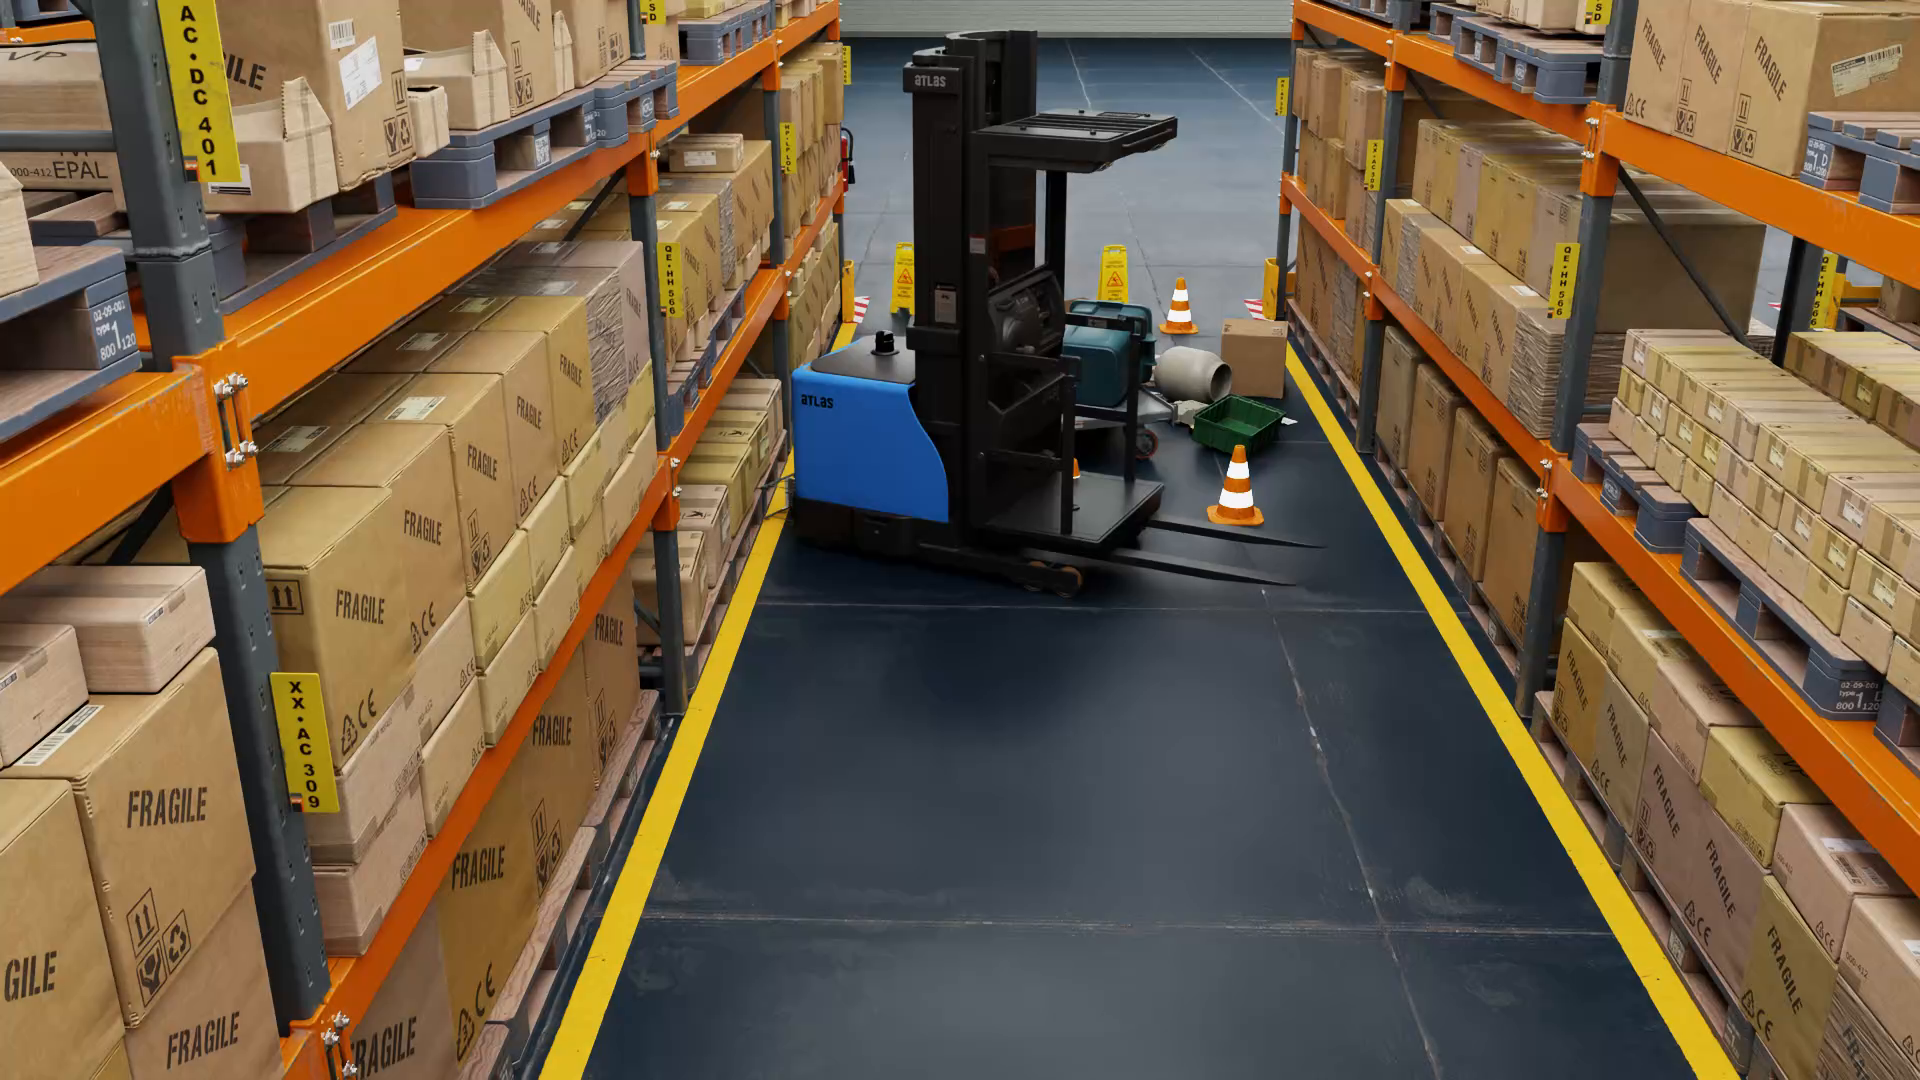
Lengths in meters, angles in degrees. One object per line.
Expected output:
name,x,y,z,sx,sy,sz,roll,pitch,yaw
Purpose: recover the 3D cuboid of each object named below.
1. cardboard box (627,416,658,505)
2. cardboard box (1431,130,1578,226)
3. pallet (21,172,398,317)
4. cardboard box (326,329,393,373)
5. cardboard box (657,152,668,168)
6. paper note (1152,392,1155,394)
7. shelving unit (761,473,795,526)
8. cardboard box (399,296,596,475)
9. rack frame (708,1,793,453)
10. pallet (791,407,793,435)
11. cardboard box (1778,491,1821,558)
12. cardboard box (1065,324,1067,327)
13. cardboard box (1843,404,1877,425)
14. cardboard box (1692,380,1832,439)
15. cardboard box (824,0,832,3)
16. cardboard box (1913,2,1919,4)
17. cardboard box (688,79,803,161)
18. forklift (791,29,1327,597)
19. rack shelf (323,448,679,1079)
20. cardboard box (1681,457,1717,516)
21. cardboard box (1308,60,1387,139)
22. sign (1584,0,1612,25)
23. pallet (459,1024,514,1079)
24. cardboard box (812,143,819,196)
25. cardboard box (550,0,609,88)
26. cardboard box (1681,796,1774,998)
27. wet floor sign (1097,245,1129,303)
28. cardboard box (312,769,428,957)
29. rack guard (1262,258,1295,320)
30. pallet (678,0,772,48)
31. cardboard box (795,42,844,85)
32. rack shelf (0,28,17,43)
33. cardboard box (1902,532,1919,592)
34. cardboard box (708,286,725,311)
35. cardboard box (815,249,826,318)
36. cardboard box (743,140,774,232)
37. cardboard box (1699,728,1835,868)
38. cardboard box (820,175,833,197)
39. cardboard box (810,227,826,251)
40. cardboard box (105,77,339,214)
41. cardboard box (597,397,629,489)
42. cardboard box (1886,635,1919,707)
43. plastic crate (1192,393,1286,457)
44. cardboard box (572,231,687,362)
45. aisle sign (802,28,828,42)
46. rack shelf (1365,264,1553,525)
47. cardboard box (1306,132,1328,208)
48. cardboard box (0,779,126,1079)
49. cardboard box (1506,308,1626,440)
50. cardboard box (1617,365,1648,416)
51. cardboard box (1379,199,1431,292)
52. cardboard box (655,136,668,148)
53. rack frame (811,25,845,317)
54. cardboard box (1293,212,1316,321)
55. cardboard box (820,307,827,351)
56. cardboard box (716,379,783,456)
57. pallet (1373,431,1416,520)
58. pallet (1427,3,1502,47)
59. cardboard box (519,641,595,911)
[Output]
cardboard box,-1.558,-0.329,6.939,0.500,0.250,0.500,0,21,0
cardboard box,3.247,-2.161,9.930,0.700,0.500,0.500,0,21,1
pallet,-1.945,-0.780,4.010,0.805,0.209,1.217,0,21,-1
cardboard box,-2.117,-0.373,5.324,0.500,0.500,0.500,1,21,2
cardboard box,-1.996,-2.065,10.074,0.500,0.500,0.500,1,21,2
paper note,1.482,-1.137,12.927,0.172,0.023,0.155,8,23,20
shelving unit,-0.889,-0.339,10.591,0.258,0.210,0.900,13,24,29
cardboard box,-1.586,-0.543,5.761,0.500,0.500,0.500,1,21,2
rack frame,-1.681,-2.031,11.117,1.000,3.000,0.127,1,21,2
pallet,-1.696,-0.975,12.249,1.003,0.211,1.213,1,21,2
cardboard box,2.891,-0.049,5.363,0.380,0.149,0.250,1,21,4
cardboard box,0.898,-1.376,12.692,0.797,0.637,0.503,1,21,2
cardboard box,3.577,-0.409,6.292,0.380,0.149,0.250,1,21,3
cardboard box,2.915,-0.477,6.055,0.380,0.149,0.250,0,21,-1
cardboard box,-1.265,-4.536,13.775,0.380,0.149,0.250,1,21,2
cardboard box,3.364,-1.441,5.312,0.500,0.500,0.500,1,21,2
cardboard box,-1.451,-2.839,11.269,0.700,0.500,0.500,0,21,1
forklift,0.560,-1.268,9.245,3.031,2.935,1.130,10,23,24
rack shelf,-1.863,0.473,5.656,1.077,0.370,4.000,1,21,2
cardboard box,2.910,-0.194,6.149,0.380,0.149,0.250,2,21,4
cardboard box,3.264,-3.498,13.198,0.875,0.550,0.550,1,21,2
sign,2.594,-2.253,6.717,0.100,0.325,0.005,1,21,2
pallet,-1.976,1.881,4.888,1.003,0.211,1.213,1,21,2
cardboard box,-1.373,-2.919,12.855,0.500,0.500,0.500,1,21,2
cardboard box,-1.643,-1.866,5.825,0.700,0.500,0.500,0,21,-1
cardboard box,2.833,1.207,5.645,0.500,0.500,0.500,0,21,0
wet floor sign,1.414,-2.394,15.308,0.267,0.644,0.232,-3,21,-8
cardboard box,-1.647,0.775,4.092,0.500,0.250,0.500,0,21,0
rack guard,3.393,-2.303,15.273,1.175,0.500,0.348,1,21,2
pallet,-1.806,-3.120,10.037,1.213,0.211,1.003,1,21,2
cardboard box,-1.356,-3.942,14.110,0.700,0.500,0.500,0,21,0
rack shelf,-6.703,-2.424,8.979,1.077,0.370,4.000,1,21,2
cardboard box,2.869,0.090,4.594,0.380,0.149,0.250,1,21,1
cardboard box,-1.509,-1.363,9.162,0.380,0.149,0.250,1,21,3
cardboard box,-1.358,-2.077,13.420,0.500,0.500,0.500,0,21,0
cardboard box,-1.465,-2.243,10.533,0.500,0.500,0.500,0,21,1
cardboard box,2.828,0.850,5.530,0.500,0.250,0.500,0,21,-1
cardboard box,-1.260,-2.944,13.817,0.380,0.149,0.250,1,21,3
cardboard box,-1.287,-2.431,13.436,0.380,0.149,0.250,2,21,4
cardboard box,-1.559,-0.847,3.525,0.396,0.266,0.258,0,21,1
cardboard box,-1.575,-0.385,6.390,0.500,0.250,0.500,0,21,0
cardboard box,2.866,0.380,4.669,0.380,0.149,0.250,0,21,-1
plastic crate,1.966,-0.807,11.769,0.450,0.188,0.662,23,29,25
cardboard box,-1.557,-1.126,7.655,0.500,0.500,0.500,0,21,0
aisle sign,-1.267,-4.709,14.424,0.394,0.787,0.004,1,21,2
rack shelf,3.209,-0.955,9.338,1.077,0.370,4.000,1,21,2
cardboard box,3.288,-2.995,13.393,0.875,0.550,0.550,1,21,2
cardboard box,-1.686,0.705,2.544,0.500,0.500,0.500,0,21,1
cardboard box,2.894,-0.780,7.753,0.500,0.500,0.500,1,21,2
cardboard box,2.933,-0.612,6.815,0.380,0.149,0.250,2,21,4
cardboard box,2.985,-1.873,10.571,0.500,0.500,0.500,1,21,2
cardboard box,-2.048,-2.549,10.424,0.380,0.149,0.250,1,21,1
rack frame,-1.559,-3.478,14.845,1.000,3.000,0.127,1,21,2
cardboard box,3.437,-2.419,14.473,0.875,0.875,0.875,1,21,2
cardboard box,-1.349,-1.720,13.535,0.500,0.250,0.500,0,21,0
cardboard box,-1.694,-0.812,11.028,0.950,0.372,0.625,1,21,2
pallet,3.322,-0.434,10.855,1.003,0.211,1.213,1,21,2
pallet,3.292,-2.991,9.708,0.805,0.209,1.217,0,21,-1
cardboard box,-1.938,0.781,6.226,0.875,0.875,0.875,1,21,2
